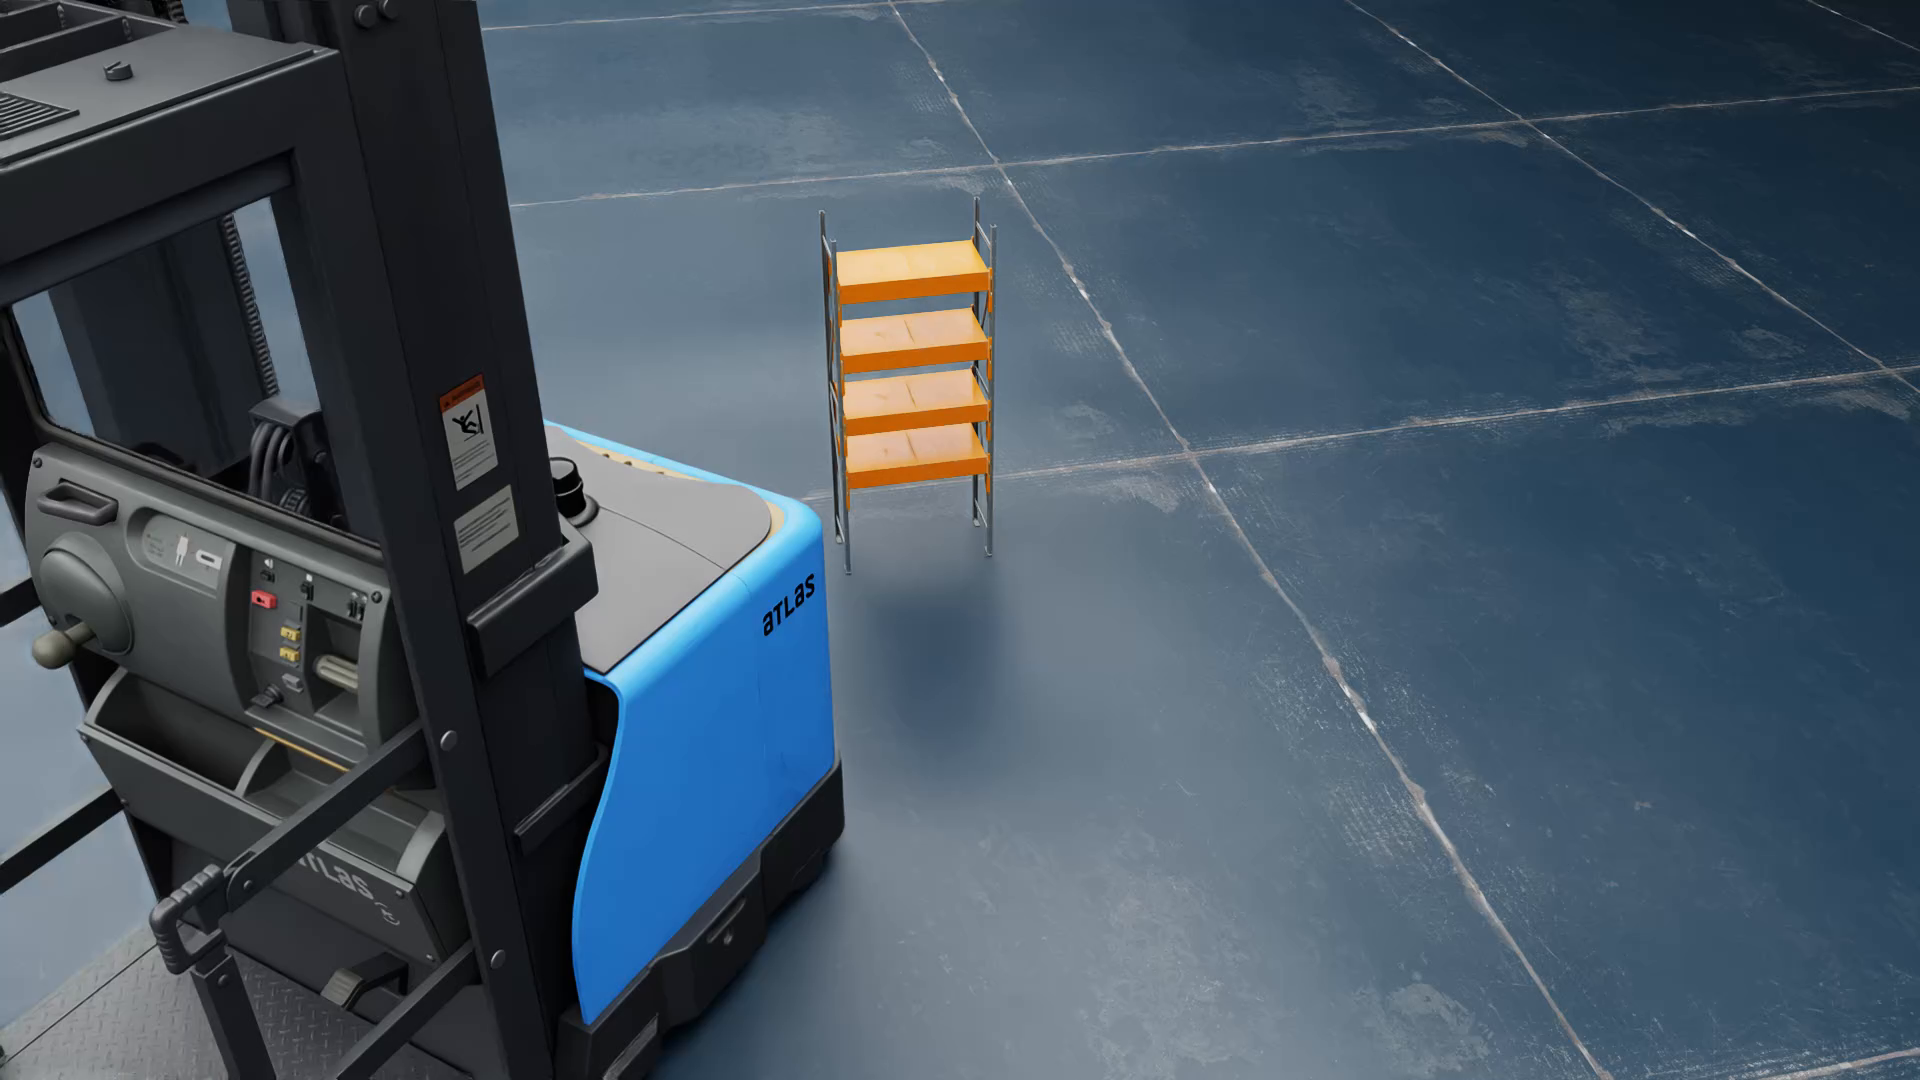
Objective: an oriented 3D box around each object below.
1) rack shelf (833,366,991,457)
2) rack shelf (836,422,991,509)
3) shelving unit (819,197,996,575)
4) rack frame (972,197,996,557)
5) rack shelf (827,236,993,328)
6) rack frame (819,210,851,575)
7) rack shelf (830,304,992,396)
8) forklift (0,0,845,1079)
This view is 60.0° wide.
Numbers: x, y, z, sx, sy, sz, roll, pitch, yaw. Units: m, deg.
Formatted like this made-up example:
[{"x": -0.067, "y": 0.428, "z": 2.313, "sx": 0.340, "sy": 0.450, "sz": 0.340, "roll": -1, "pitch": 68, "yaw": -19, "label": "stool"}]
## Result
[{"x": -0.161, "y": -0.422, "z": 5.423, "sx": 0.480, "sy": 0.148, "sz": 0.258, "roll": -7, "pitch": 35, "yaw": -11, "label": "rack shelf"}, {"x": -0.161, "y": -0.257, "z": 5.533, "sx": 0.480, "sy": 0.148, "sz": 0.258, "roll": -7, "pitch": 35, "yaw": -11, "label": "rack shelf"}, {"x": -0.161, "y": -0.478, "z": 5.385, "sx": 0.503, "sy": 1.200, "sz": 0.258, "roll": -7, "pitch": 35, "yaw": -11, "label": "shelving unit"}, {"x": 0.077, "y": -0.508, "z": 5.430, "sx": 0.015, "sy": 1.200, "sz": 0.240, "roll": -7, "pitch": 35, "yaw": -11, "label": "rack frame"}, {"x": -0.161, "y": -0.804, "z": 5.166, "sx": 0.480, "sy": 0.148, "sz": 0.258, "roll": -7, "pitch": 35, "yaw": -11, "label": "rack shelf"}, {"x": -0.399, "y": -0.448, "z": 5.341, "sx": 0.015, "sy": 1.200, "sz": 0.240, "roll": -7, "pitch": 35, "yaw": -11, "label": "rack frame"}, {"x": -0.161, "y": -0.608, "z": 5.298, "sx": 0.480, "sy": 0.148, "sz": 0.258, "roll": -7, "pitch": 35, "yaw": -11, "label": "rack shelf"}, {"x": -1.475, "y": 0.178, "z": 2.855, "sx": 1.130, "sy": 2.935, "sz": 3.031, "roll": 18, "pitch": 38, "yaw": 24, "label": "forklift"}]
